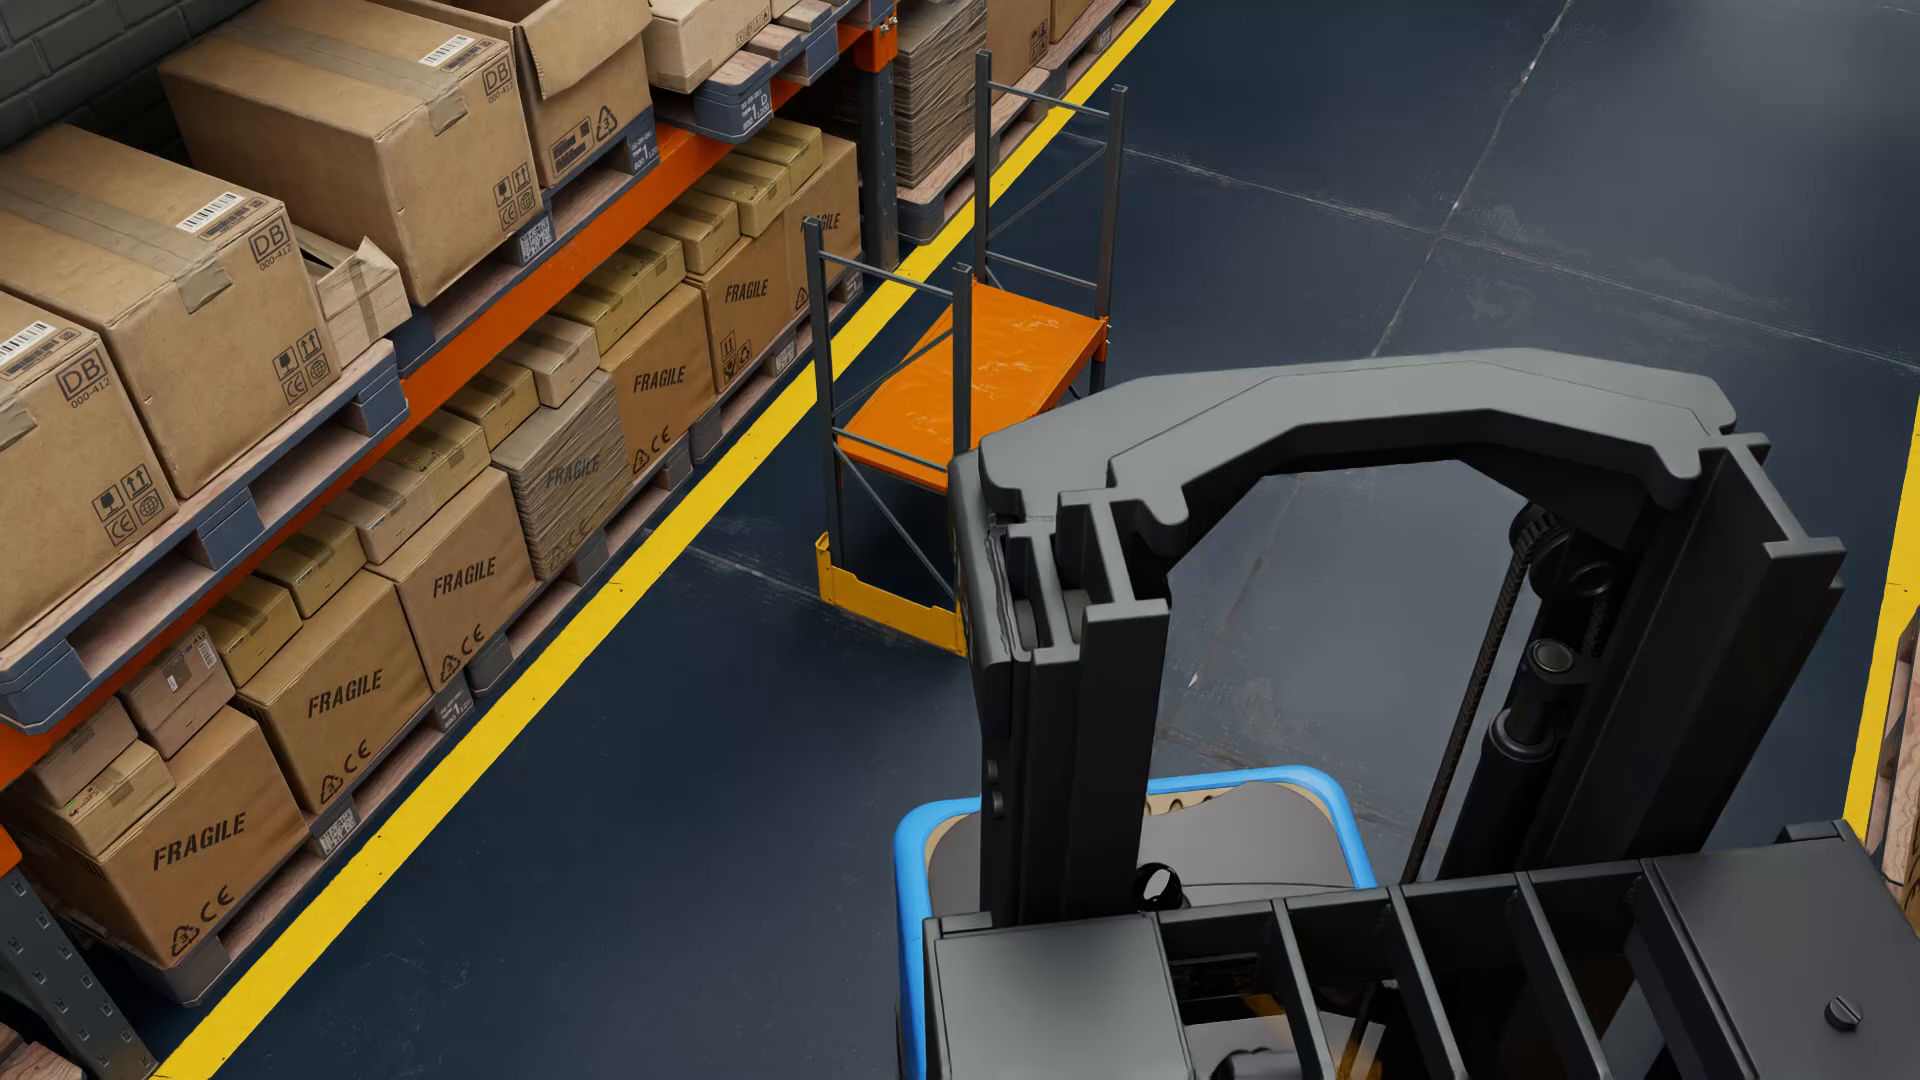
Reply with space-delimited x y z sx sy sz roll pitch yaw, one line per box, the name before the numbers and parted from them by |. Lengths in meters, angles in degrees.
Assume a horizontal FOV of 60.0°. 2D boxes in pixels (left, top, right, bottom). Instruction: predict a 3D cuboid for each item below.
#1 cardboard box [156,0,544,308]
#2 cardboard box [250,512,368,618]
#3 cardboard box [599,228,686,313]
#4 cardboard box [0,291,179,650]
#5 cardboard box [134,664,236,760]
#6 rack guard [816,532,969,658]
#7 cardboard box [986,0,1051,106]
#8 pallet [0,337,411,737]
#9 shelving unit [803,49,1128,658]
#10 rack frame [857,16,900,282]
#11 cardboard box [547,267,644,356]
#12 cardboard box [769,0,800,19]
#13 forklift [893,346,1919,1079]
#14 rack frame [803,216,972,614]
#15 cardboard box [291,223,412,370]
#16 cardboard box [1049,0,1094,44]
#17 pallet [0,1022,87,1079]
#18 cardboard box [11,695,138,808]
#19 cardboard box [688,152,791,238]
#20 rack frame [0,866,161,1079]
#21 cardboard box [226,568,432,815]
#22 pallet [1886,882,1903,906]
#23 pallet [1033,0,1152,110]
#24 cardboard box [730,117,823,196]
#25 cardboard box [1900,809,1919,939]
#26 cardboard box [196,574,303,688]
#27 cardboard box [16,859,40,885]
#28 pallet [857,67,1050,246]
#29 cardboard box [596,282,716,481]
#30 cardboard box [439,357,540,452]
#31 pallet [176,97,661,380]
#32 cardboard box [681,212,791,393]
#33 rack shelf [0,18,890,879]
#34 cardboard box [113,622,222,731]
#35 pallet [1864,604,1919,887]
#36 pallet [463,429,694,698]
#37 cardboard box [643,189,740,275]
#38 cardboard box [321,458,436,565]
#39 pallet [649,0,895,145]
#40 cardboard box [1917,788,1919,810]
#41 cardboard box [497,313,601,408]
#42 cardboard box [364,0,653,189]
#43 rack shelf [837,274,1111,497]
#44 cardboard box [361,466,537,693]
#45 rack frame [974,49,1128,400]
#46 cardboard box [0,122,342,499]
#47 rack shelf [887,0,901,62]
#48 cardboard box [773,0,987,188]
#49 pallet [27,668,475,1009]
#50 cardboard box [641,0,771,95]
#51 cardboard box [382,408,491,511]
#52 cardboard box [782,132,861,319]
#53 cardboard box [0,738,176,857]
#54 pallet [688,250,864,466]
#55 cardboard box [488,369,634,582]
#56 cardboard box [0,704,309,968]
cardboard box | -1.550 -1.029 4.293 0.700 0.500 0.500 20 49 19
cardboard box | -1.891 0.027 4.620 0.380 0.149 0.250 20 49 18
cardboard box | -1.149 -0.932 5.568 0.380 0.149 0.250 22 49 20
cardboard box | -2.155 -0.209 3.482 0.700 0.500 0.500 22 49 20
cardboard box | -2.115 0.370 4.281 0.380 0.149 0.250 19 48 18
rack guard | -0.196 0.178 5.398 0.587 0.250 0.087 20 49 19
cardboard box | -0.122 -2.430 7.417 0.875 0.625 0.625 22 49 20
pallet | -2.110 -0.195 3.968 1.003 0.211 1.213 20 49 19
shelving unit | 0.035 -0.575 5.264 0.587 1.500 1.083 20 49 19
rack frame | -0.721 -2.315 5.929 1.000 3.000 0.127 20 49 19
cardboard box | -1.264 -0.775 5.413 0.380 0.149 0.250 20 49 18
cardboard box | -0.686 -1.834 5.335 0.380 0.149 0.250 21 49 20
forklift | 0.532 1.308 2.396 1.130 2.935 3.031 -5 46 -5
rack frame | -0.196 -0.261 4.953 0.500 1.500 0.032 20 49 19
cardboard box | -1.593 -0.644 4.077 0.396 0.266 0.258 23 50 21
cardboard box | 0.190 -2.854 7.837 0.875 0.625 0.625 19 48 17
pallet | -2.897 1.618 4.003 1.003 0.211 1.213 20 49 19
cardboard box | -2.229 0.445 3.998 0.380 0.149 0.250 20 49 18
cardboard box | -0.825 -1.235 5.868 0.380 0.149 0.250 18 48 17
rack frame | -2.577 0.205 3.438 1.000 3.000 0.127 20 49 19
cardboard box | -1.915 0.367 4.740 0.500 0.500 0.500 20 49 19
pallet | 2.677 1.539 4.080 1.003 0.211 1.213 20 49 19
pallet | 0.264 -2.606 8.177 1.003 0.211 1.213 20 49 19
cardboard box | -0.725 -1.417 6.048 0.380 0.149 0.250 18 48 17
cardboard box | 2.866 0.889 3.961 0.875 0.875 0.875 21 49 20
cardboard box | -2.006 0.205 4.445 0.380 0.149 0.250 18 48 17
cardboard box | -2.611 0.529 4.580 0.500 0.500 0.500 20 49 19
pallet | -0.304 -1.840 7.420 1.003 0.211 1.213 20 49 19
cardboard box | -1.209 -0.604 5.700 0.500 0.500 0.500 22 49 21
cardboard box | -1.525 -0.453 5.095 0.380 0.149 0.250 21 49 19
pallet | -1.619 -1.021 4.785 1.003 0.211 1.213 20 49 19
cardboard box | -0.968 -0.934 6.027 0.500 0.500 0.500 20 49 18
rack shelf | -1.649 -0.802 4.939 1.077 0.370 4.000 20 49 19
cardboard box | -2.097 0.286 4.155 0.380 0.149 0.250 18 48 17
pallet | 3.245 0.774 4.837 1.003 0.211 1.213 20 49 19
pallet | -1.668 -0.111 5.711 1.003 0.211 1.213 20 49 19
cardboard box | -0.986 -1.083 5.718 0.380 0.149 0.250 19 48 18
cardboard box | -1.742 -0.118 4.763 0.380 0.149 0.250 20 49 19
pallet | -0.973 -1.797 5.552 1.213 0.211 1.003 20 49 19
cardboard box | 3.283 0.329 4.515 0.875 0.875 0.875 20 49 19
cardboard box | -1.366 -0.591 5.231 0.380 0.149 0.250 18 48 17
cardboard box | -1.314 -1.409 4.666 0.797 0.503 0.637 19 48 18
rack shelf | 0.040 -0.455 5.398 0.538 0.185 1.000 20 49 19
cardboard box | -1.679 0.054 5.050 0.500 0.500 0.500 19 48 18
rack frame | 0.276 -0.901 5.586 0.500 1.500 0.032 20 49 19
cardboard box | -1.914 -0.535 3.804 0.700 0.500 0.500 21 49 19
rack shelf | 0.208 -3.322 7.430 1.077 0.370 4.000 20 49 19
cardboard box | -0.419 -2.016 7.008 0.875 0.625 0.625 22 49 20
pallet | -2.233 0.661 4.949 1.003 0.211 1.213 20 49 19
cardboard box | -0.924 -1.638 5.070 0.500 0.250 0.500 18 48 17
cardboard box | -1.625 -0.273 4.917 0.380 0.149 0.250 22 49 20
cardboard box | -0.726 -1.246 6.335 0.500 0.500 0.500 22 49 20
cardboard box | -2.175 0.570 4.084 0.380 0.149 0.250 23 50 21
pallet | -1.101 -0.877 6.468 1.003 0.211 1.213 20 49 19
cardboard box | -1.433 -0.271 5.371 0.500 0.500 0.500 19 48 18
cardboard box | -2.153 0.706 4.406 0.500 0.500 0.500 22 49 21
